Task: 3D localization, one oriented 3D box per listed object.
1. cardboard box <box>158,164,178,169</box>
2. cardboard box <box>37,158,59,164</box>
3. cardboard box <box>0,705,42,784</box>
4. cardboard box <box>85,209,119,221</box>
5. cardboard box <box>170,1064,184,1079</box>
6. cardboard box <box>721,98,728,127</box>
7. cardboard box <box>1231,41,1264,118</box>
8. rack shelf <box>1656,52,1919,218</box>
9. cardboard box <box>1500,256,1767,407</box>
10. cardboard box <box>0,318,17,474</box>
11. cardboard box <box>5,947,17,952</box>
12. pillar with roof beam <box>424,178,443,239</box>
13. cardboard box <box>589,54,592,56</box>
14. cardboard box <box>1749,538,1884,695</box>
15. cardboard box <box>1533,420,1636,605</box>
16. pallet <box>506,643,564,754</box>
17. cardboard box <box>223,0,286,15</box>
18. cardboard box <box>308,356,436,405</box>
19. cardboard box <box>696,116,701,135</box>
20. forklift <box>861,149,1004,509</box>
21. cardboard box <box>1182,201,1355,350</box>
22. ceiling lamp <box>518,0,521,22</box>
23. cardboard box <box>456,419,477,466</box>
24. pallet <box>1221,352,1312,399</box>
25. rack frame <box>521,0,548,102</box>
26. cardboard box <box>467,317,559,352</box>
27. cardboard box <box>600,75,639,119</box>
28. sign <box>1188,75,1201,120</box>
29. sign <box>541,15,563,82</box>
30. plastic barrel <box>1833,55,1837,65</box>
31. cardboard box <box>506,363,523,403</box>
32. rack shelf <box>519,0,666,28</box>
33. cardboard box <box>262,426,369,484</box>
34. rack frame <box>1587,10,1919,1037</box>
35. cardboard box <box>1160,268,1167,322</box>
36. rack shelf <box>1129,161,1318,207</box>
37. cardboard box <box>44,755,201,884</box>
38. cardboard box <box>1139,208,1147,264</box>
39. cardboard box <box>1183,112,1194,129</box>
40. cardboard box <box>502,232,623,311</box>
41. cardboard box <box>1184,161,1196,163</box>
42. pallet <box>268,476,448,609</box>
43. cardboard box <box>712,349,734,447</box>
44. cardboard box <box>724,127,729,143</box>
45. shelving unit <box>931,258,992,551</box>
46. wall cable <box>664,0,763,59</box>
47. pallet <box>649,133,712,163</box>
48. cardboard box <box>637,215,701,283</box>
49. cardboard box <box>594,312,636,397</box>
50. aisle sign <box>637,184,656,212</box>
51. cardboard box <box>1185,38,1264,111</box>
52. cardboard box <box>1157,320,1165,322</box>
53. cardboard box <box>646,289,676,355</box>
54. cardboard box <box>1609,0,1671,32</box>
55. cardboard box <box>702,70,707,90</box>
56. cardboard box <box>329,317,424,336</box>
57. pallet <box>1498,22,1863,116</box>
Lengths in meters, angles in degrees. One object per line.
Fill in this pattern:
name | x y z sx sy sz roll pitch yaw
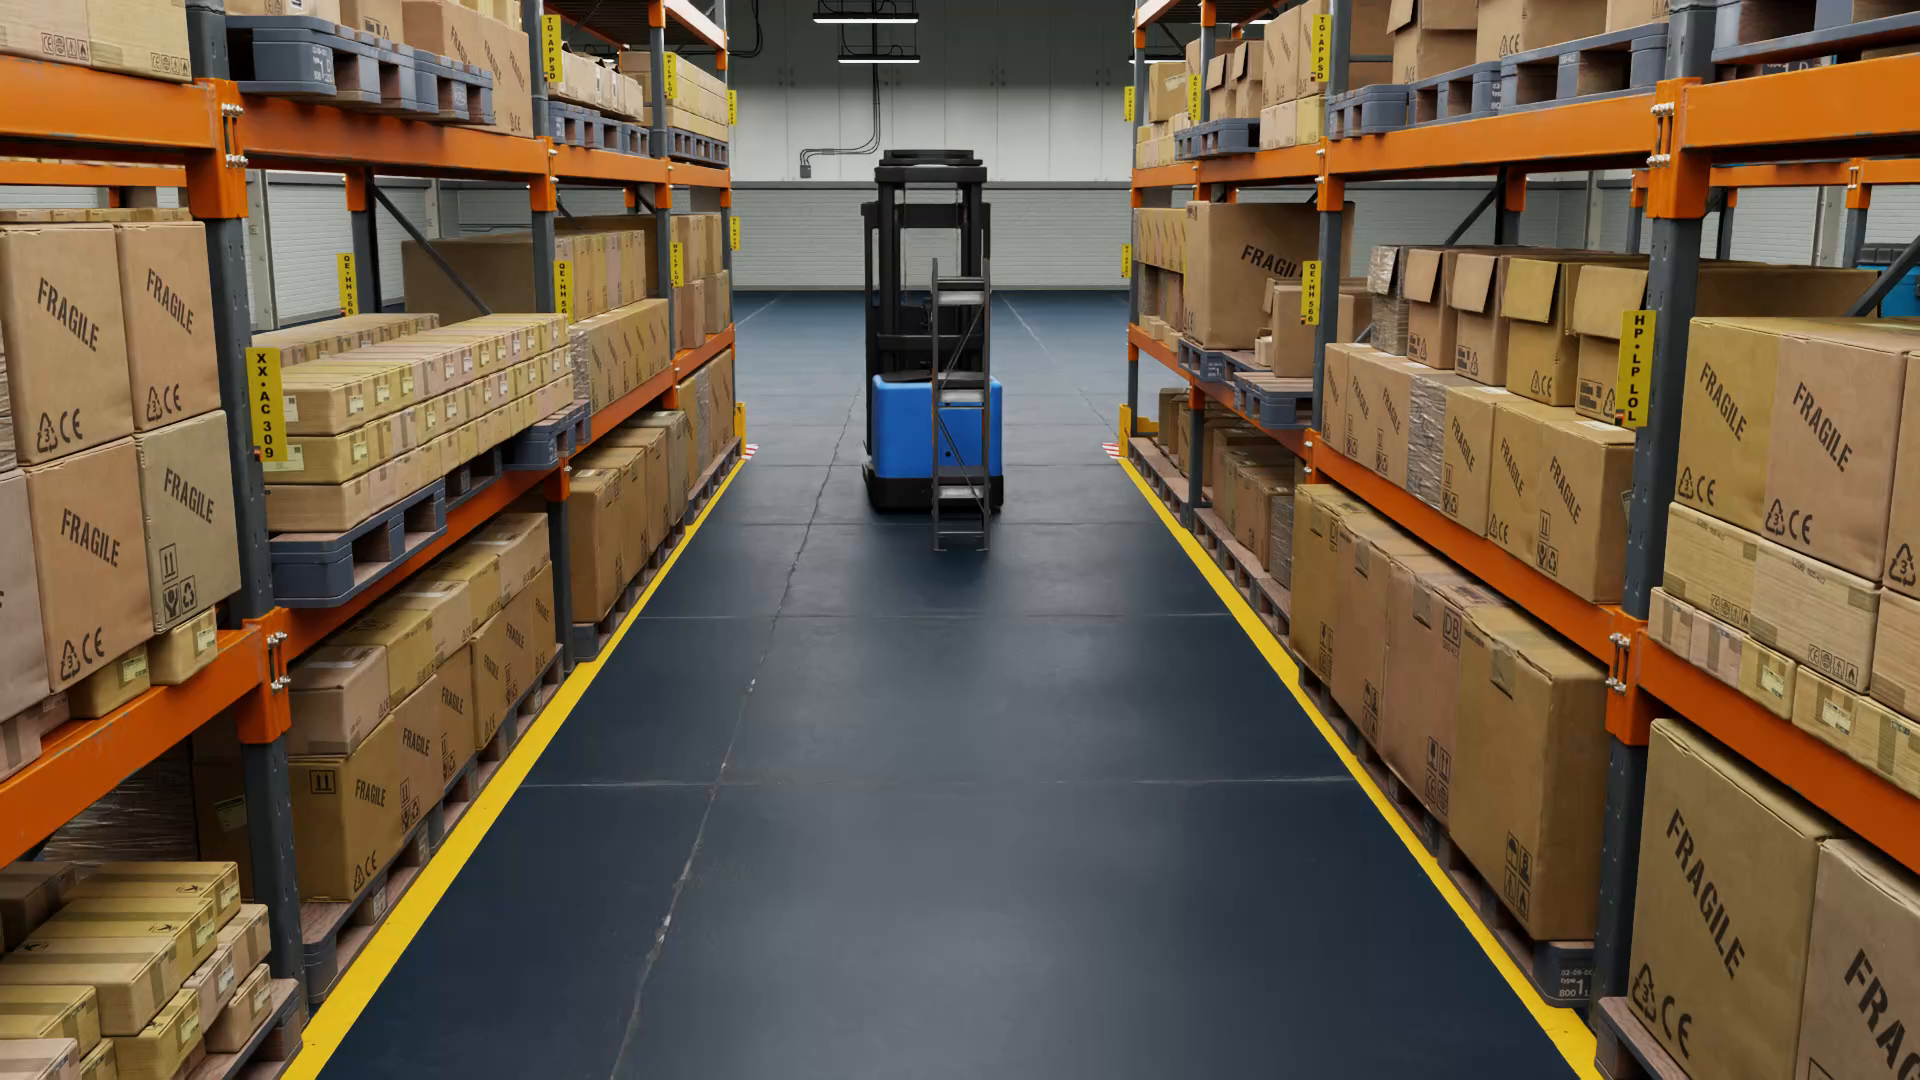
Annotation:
cardboard box | -7.417 -3.476 15.237 0.380 0.149 0.250 0 11 1
cardboard box | -7.422 -3.067 13.221 0.380 0.149 0.250 0 11 1
cardboard box | -2.202 0.432 3.518 0.380 0.149 0.250 -1 11 -4
cardboard box | -7.395 -2.481 13.730 0.700 0.500 0.500 0 11 -2
cardboard box | -2.178 1.416 4.151 0.380 0.149 0.250 -1 11 -3
cardboard box | -2.477 -4.043 15.720 0.500 0.250 0.500 0 11 0
cardboard box | 2.208 -2.992 10.904 0.797 0.503 0.637 0 11 1
rack shelf | 2.484 -0.677 2.615 1.077 0.370 4.000 0 11 -1
cardboard box | 2.418 -0.761 5.990 0.797 0.503 0.637 0 11 -1
cardboard box | -2.226 -0.344 3.198 0.500 0.500 0.500 0 11 0
cardboard box | -2.831 1.162 4.651 0.380 0.149 0.250 0 11 1
pillar with roof beam | -9.878 -11.059 44.440 9.100 9.000 0.548 0 11 -1
cardboard box | -3.015 -3.661 12.834 0.380 0.149 0.250 0 11 -1
cardboard box | 2.196 0.164 3.834 0.500 0.250 0.500 0 11 -1
cardboard box | 2.160 -0.098 5.244 0.500 0.500 0.500 0 11 -1
pallet | -2.586 0.770 8.231 1.003 0.211 1.213 0 11 -1
cardboard box | -2.416 -1.757 4.824 0.700 0.500 0.500 0 11 -1
cardboard box | -2.084 -0.567 5.889 0.380 0.149 0.250 0 11 -2
cardboard box | -2.380 -3.475 13.925 0.380 0.149 0.250 0 11 -1
forklift | -0.306 -1.939 14.746 1.130 2.935 3.031 -1 12 -6
cardboard box | 2.154 -1.888 11.758 1.000 1.000 1.000 0 11 -1
ceiling lamp | -9.166 -11.343 31.156 2.000 3.185 0.800 0 11 -1
cardboard box | -2.099 -0.379 6.458 0.380 0.149 0.250 0 11 -2
pallet | 2.278 -1.051 10.679 1.003 0.211 1.213 0 11 -1
rack frame | -2.601 -3.692 8.123 1.000 3.000 0.127 0 11 -1
cardboard box | -2.130 -0.980 7.927 0.380 0.149 0.250 0 11 -2
cardboard box | -2.438 -2.954 11.098 0.500 0.250 0.500 0 11 -2
sign | 1.735 -3.267 12.272 0.100 0.325 0.005 0 11 -1
sign | -2.059 -2.477 8.379 0.100 0.325 0.005 0 11 -1
plastic barrel | 7.316 -3.687 13.328 0.600 0.901 0.708 0 11 -1
cardboard box | -2.113 -0.679 7.190 0.380 0.149 0.250 0 11 -2
rack shelf | -2.642 -3.541 10.194 1.077 0.370 4.000 0 11 -1
cardboard box | -2.067 -0.265 5.149 0.380 0.149 0.250 0 11 0
rack frame | 2.443 0.043 4.802 1.000 3.000 0.127 0 11 -1
cardboard box | 2.276 -2.229 15.002 0.875 0.500 0.500 0 11 -1
rack shelf | 2.236 -3.062 14.373 1.077 0.370 4.000 0 11 -1
cardboard box | -2.786 0.917 5.727 0.500 0.500 0.500 0 11 -2
cardboard box | 1.937 -2.817 15.386 0.500 0.500 0.500 0 11 -1
cardboard box | 1.976 -3.305 13.138 0.380 0.149 0.250 -1 11 -4
cardboard box | -2.645 -1.784 11.044 0.700 0.500 0.500 0 11 -1
cardboard box | 2.007 -3.033 12.798 0.500 0.250 0.500 0 11 1
pallet | -2.389 -0.015 5.571 1.003 0.211 1.213 0 11 -1
cardboard box | -2.686 -1.372 16.064 0.875 0.875 0.875 0 11 -1
cardboard box | -2.421 -3.879 15.914 0.380 0.149 0.250 0 11 -1
shelving unit | 0.003 -0.996 12.188 0.431 2.100 0.503 0 11 -1
wall cable | -7.123 -14.839 46.738 3.097 2.526 0.112 0 11 -1
pallet | -2.713 -3.378 14.344 1.003 0.211 1.213 0 11 -1
cardboard box | -2.658 -2.440 13.947 0.875 0.550 0.550 0 11 -1
cardboard box | -2.372 -1.191 10.635 0.500 0.500 0.500 0 11 -2
aisle sign | -3.068 -3.629 16.363 0.394 0.787 0.004 0 11 -1
cardboard box | 2.013 -3.545 12.689 0.500 0.500 0.500 -1 11 -3
cardboard box | 1.995 -1.913 15.076 0.380 0.149 0.250 0 11 -1
cardboard box | -2.703 -1.694 12.985 0.875 0.550 0.550 0 11 -1
cardboard box | 2.421 -1.797 5.020 0.700 0.500 0.500 0 11 0
cardboard box | -2.389 -3.966 14.336 0.380 0.149 0.250 0 11 -1
cardboard box | -2.777 -0.980 7.924 0.380 0.149 0.250 -1 11 -3
pallet | 2.374 -1.515 5.420 0.805 0.209 1.217 -1 11 -3
